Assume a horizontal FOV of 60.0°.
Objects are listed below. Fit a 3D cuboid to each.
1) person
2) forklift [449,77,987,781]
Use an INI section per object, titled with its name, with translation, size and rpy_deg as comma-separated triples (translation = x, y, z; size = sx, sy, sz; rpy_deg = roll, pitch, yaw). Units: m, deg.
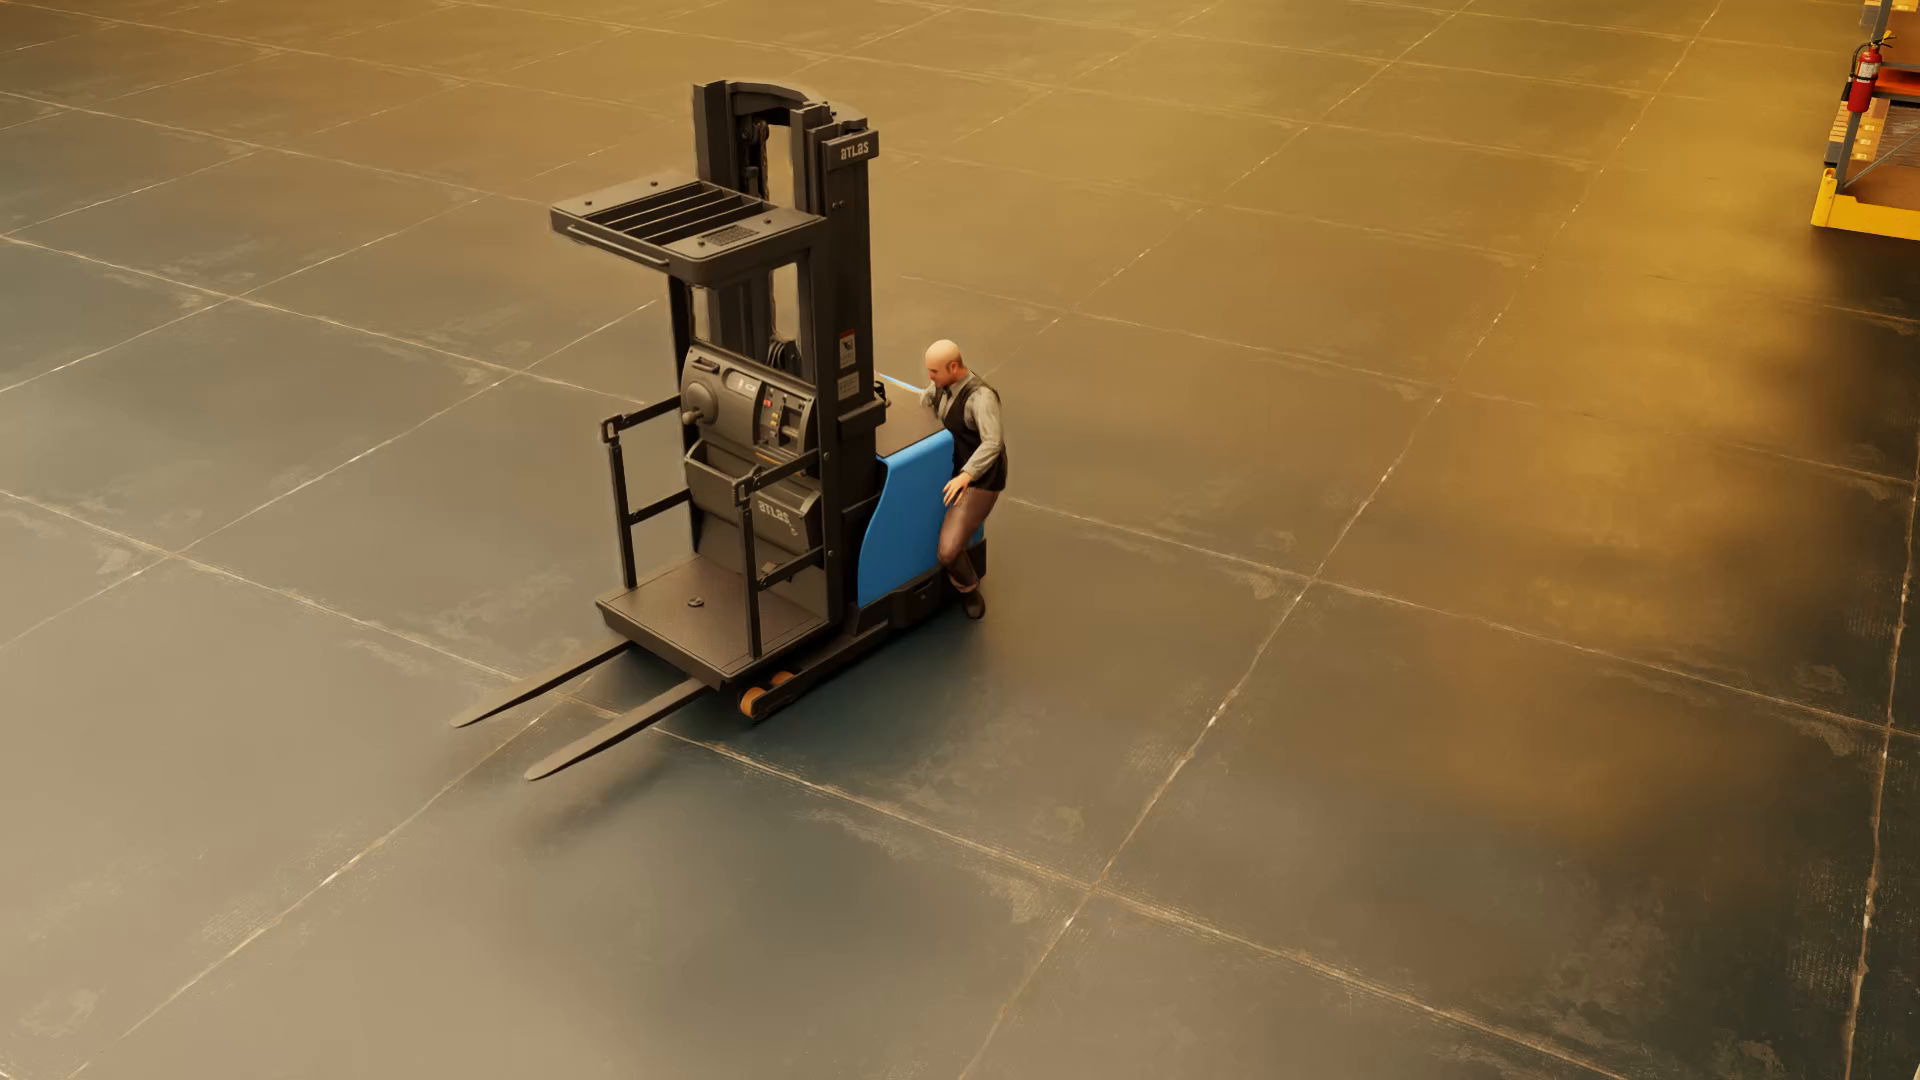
[person]
translation = -0.104, -0.333, 9.066
size = 0.717, 1.552, 0.930
rpy_deg = -17, 34, -26
[forklift]
translation = -1.209, -0.644, 8.186
size = 1.130, 2.935, 3.031
rpy_deg = 24, 38, 35
